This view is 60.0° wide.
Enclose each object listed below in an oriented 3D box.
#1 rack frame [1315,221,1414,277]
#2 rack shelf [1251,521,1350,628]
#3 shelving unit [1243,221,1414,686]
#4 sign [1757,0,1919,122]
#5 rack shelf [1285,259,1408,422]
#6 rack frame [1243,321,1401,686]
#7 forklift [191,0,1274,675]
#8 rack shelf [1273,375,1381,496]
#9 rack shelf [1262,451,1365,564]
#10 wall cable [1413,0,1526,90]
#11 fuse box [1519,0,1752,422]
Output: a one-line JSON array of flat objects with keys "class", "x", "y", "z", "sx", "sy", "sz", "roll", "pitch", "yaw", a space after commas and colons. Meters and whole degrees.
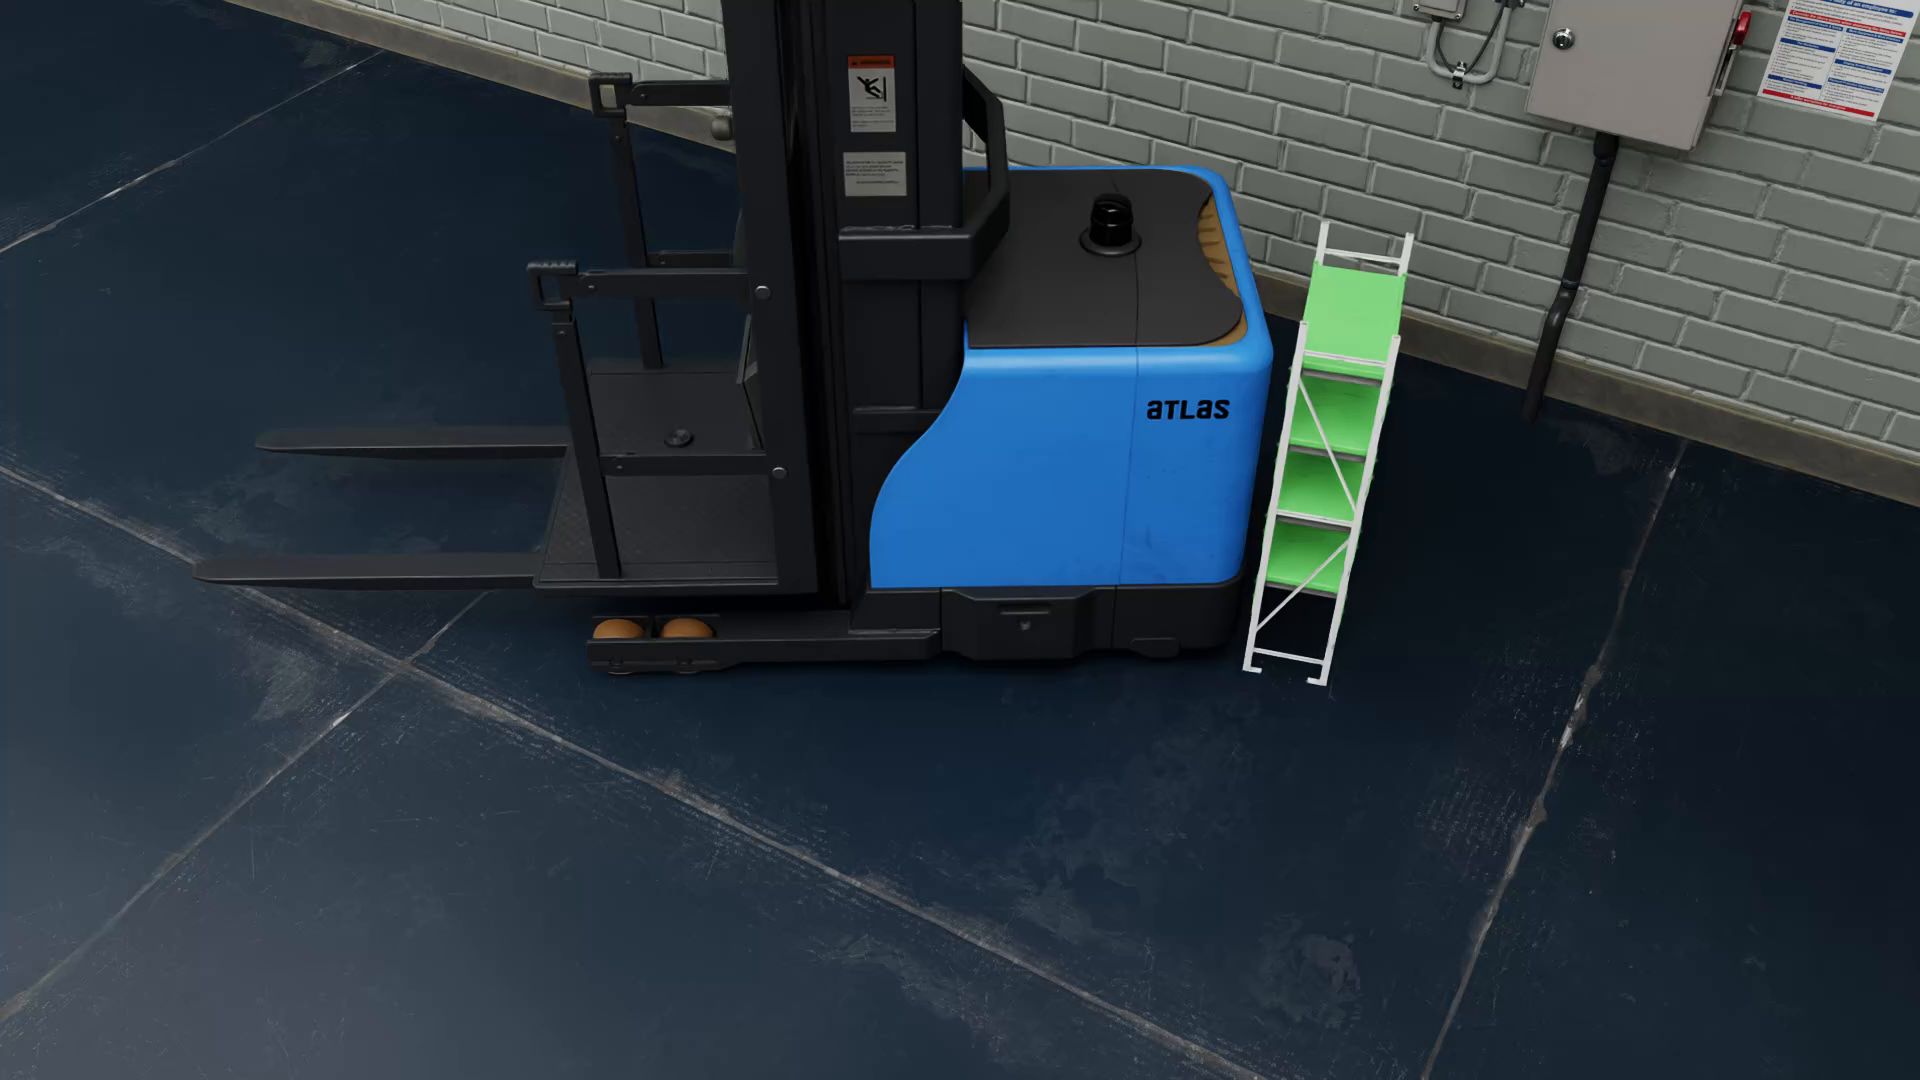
[{"class": "rack frame", "x": 1.067, "y": -0.367, "z": 4.758, "sx": 0.240, "sy": 1.200, "sz": 0.015, "roll": 10, "pitch": 42, "yaw": 11}, {"class": "rack shelf", "x": 1.002, "y": 0.016, "z": 4.783, "sx": 0.258, "sy": 0.148, "sz": 0.480, "roll": 10, "pitch": 42, "yaw": 11}, {"class": "shelving unit", "x": 1.003, "y": -0.211, "z": 4.582, "sx": 0.258, "sy": 1.200, "sz": 0.503, "roll": 10, "pitch": 42, "yaw": 11}, {"class": "sign", "x": 2.499, "y": -1.446, "z": 4.694, "sx": 0.329, "sy": 0.494, "sz": 0.001, "roll": 21, "pitch": 45, "yaw": 22}, {"class": "rack shelf", "x": 1.004, "y": -0.523, "z": 4.306, "sx": 0.258, "sy": 0.148, "sz": 0.480, "roll": 10, "pitch": 42, "yaw": 11}, {"class": "rack frame", "x": 0.939, "y": -0.056, "z": 4.405, "sx": 0.240, "sy": 1.200, "sz": 0.015, "roll": 10, "pitch": 42, "yaw": 11}, {"class": "forklift", "x": -0.710, "y": -1.065, "z": 4.242, "sx": 3.031, "sy": 2.935, "sz": 1.130, "roll": -1, "pitch": 41, "yaw": -1}, {"class": "rack shelf", "x": 1.004, "y": -0.344, "z": 4.465, "sx": 0.258, "sy": 0.148, "sz": 0.480, "roll": 10, "pitch": 42, "yaw": 11}, {"class": "rack shelf", "x": 1.003, "y": -0.164, "z": 4.624, "sx": 0.258, "sy": 0.148, "sz": 0.480, "roll": 10, "pitch": 42, "yaw": 11}, {"class": "wall cable", "x": 1.455, "y": -2.223, "z": 4.736, "sx": 0.588, "sy": 1.984, "sz": 0.122, "roll": 21, "pitch": 45, "yaw": 22}, {"class": "fuse box", "x": 1.967, "y": -1.043, "z": 5.139, "sx": 0.539, "sy": 1.711, "sz": 0.414, "roll": 21, "pitch": 45, "yaw": 22}]
